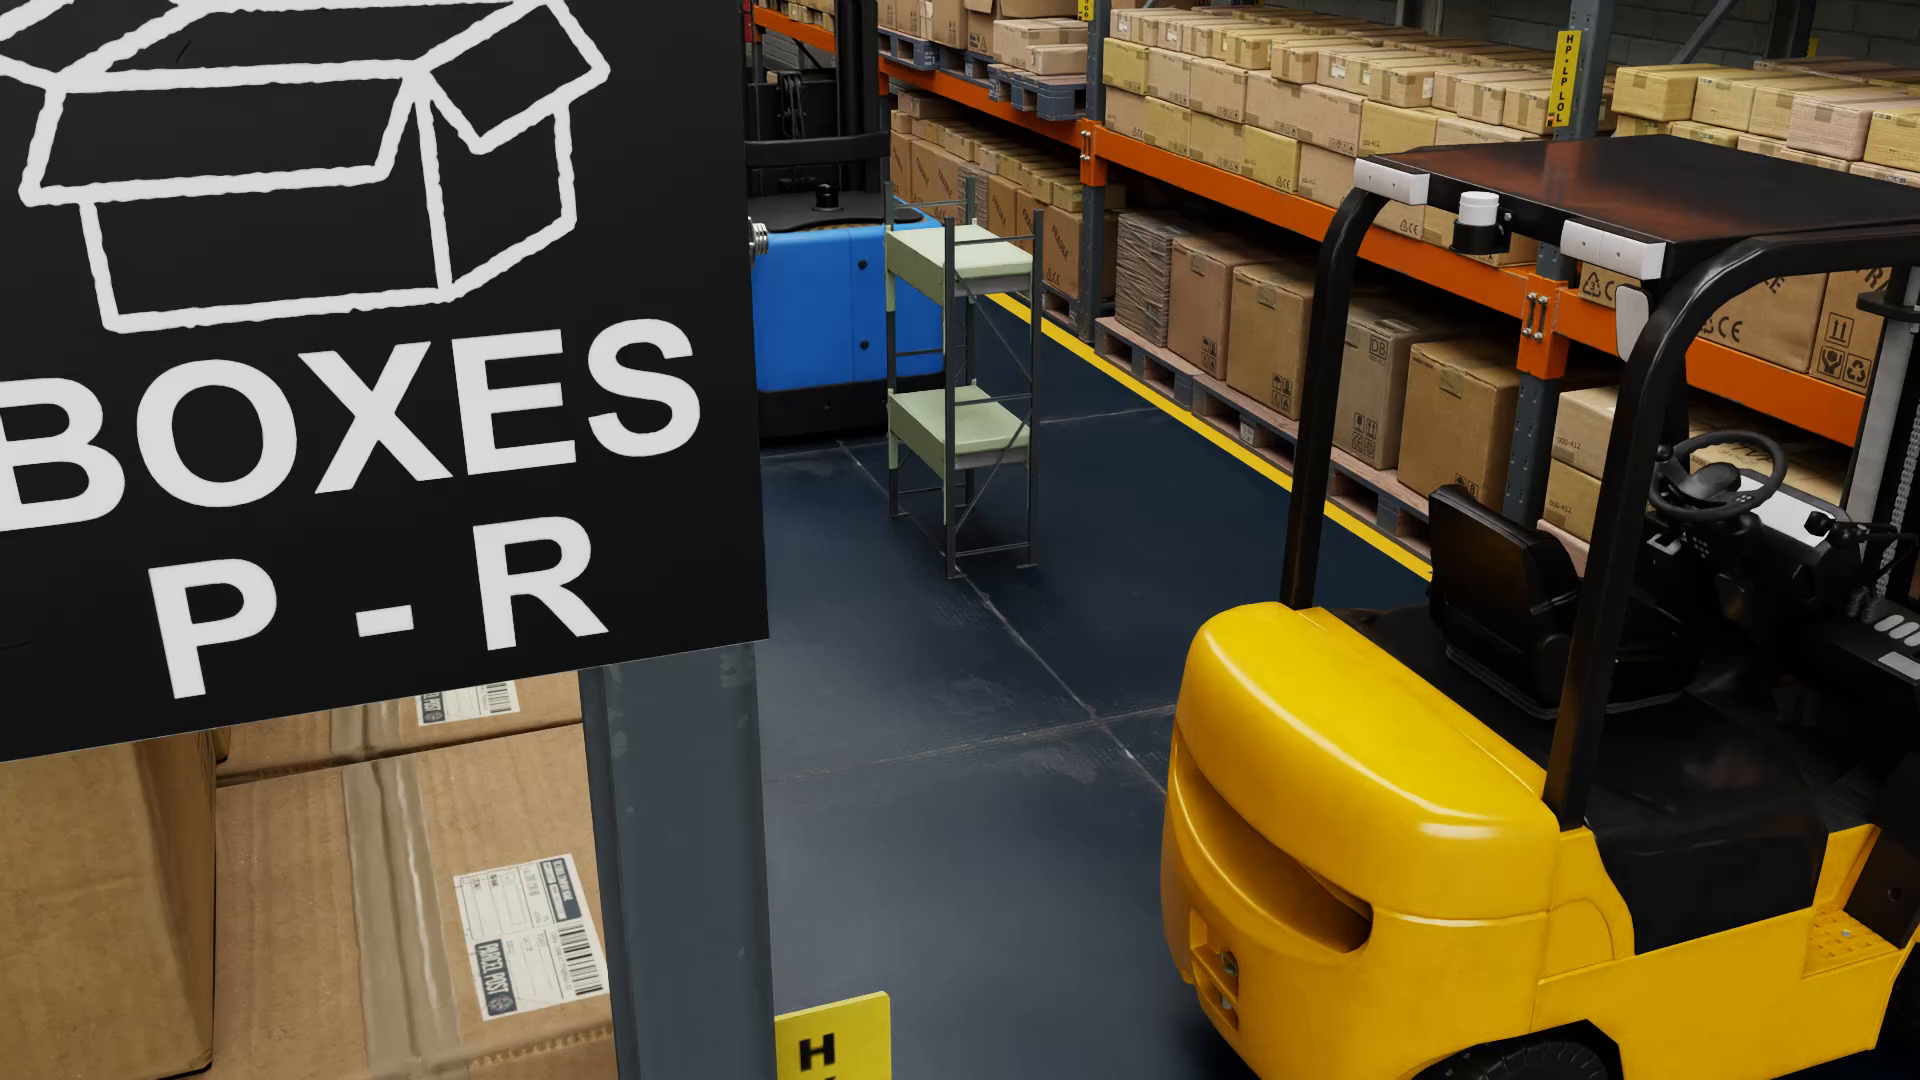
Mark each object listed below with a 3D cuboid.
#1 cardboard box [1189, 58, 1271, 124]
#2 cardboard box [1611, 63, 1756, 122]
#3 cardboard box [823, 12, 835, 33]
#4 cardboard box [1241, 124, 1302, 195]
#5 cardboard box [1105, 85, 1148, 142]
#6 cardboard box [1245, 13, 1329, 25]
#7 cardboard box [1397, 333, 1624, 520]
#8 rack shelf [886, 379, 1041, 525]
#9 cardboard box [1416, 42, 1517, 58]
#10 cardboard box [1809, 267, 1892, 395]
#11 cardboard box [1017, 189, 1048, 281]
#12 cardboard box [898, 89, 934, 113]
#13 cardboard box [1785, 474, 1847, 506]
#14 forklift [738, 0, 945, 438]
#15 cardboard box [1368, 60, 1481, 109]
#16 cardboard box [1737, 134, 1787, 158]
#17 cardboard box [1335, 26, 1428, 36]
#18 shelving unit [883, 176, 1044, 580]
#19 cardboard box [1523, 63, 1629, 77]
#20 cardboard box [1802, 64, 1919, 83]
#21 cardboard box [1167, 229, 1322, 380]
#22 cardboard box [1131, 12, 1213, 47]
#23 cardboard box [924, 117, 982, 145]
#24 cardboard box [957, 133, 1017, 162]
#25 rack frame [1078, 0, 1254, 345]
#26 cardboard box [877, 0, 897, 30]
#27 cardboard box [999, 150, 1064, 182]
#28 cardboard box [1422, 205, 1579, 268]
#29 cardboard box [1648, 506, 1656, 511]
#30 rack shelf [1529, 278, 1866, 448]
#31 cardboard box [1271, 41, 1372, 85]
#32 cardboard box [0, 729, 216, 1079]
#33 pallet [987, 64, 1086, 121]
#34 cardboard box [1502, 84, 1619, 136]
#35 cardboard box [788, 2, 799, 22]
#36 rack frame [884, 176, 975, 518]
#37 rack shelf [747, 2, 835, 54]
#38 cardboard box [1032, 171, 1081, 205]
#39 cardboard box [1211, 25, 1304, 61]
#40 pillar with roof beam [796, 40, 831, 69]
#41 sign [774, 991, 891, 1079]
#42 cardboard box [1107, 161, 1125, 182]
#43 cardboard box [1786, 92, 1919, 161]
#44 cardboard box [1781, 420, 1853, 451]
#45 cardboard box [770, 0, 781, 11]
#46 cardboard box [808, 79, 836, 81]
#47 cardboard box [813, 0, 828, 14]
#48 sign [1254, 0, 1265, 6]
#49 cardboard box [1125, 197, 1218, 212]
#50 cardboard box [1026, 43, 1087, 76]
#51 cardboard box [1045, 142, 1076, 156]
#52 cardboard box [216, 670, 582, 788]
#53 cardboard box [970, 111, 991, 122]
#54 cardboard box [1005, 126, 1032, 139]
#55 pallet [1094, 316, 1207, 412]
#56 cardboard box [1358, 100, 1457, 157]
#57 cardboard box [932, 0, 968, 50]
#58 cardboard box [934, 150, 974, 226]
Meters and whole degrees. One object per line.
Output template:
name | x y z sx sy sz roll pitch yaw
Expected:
cardboard box | 1.485 -2.244 8.262 0.500 0.250 0.500 -9 24 -20
cardboard box | 2.462 -1.525 5.659 0.380 0.149 0.250 -8 24 -18
cardboard box | -0.959 -4.442 14.251 0.380 0.149 0.250 -9 24 -20
cardboard box | 1.685 -1.830 7.924 0.500 0.250 0.500 -8 24 -17
cardboard box | 1.142 -2.389 9.249 0.500 0.250 0.500 -8 24 -19
cardboard box | 1.749 -2.725 8.889 0.380 0.149 0.250 -8 24 -19
cardboard box | 2.432 -0.486 7.059 0.875 0.625 0.625 -7 24 -17
rack shelf | 0.002 -0.388 7.080 0.431 0.370 0.720 -8 24 -19
cardboard box | 2.302 -2.172 7.577 0.380 0.149 0.250 -9 24 -19
cardboard box | 2.918 -0.677 4.866 0.500 0.500 0.500 -9 24 -20
cardboard box | 0.696 -2.002 10.815 0.500 0.500 0.500 -9 24 -20
cardboard box | -0.265 -3.425 12.974 0.380 0.149 0.250 -9 24 -20
cardboard box | 2.862 -0.001 5.103 0.500 0.250 0.500 -7 24 -17
forklift | -1.056 -2.402 9.175 1.130 2.935 3.031 -8 24 -19
cardboard box | 1.936 -1.903 6.938 0.380 0.149 0.250 -9 25 -21
cardboard box | 2.704 -1.208 5.289 0.380 0.149 0.250 -8 24 -19
cardboard box | 2.087 -2.460 8.262 0.380 0.149 0.250 -9 24 -20
shelving unit | 0.002 -0.689 6.953 0.431 1.500 0.755 -8 24 -19
cardboard box | 2.570 -1.897 6.925 0.380 0.149 0.250 -8 24 -19
cardboard box | 3.072 -1.510 5.623 0.380 0.149 0.250 -9 24 -20
cardboard box | 1.659 -1.287 8.958 0.875 0.625 0.625 -8 24 -17
cardboard box | 1.146 -2.745 8.936 0.380 0.149 0.250 -8 24 -18
cardboard box | -0.050 -3.098 12.581 0.380 0.149 0.250 -10 25 -22
cardboard box | 0.198 -2.814 11.907 0.380 0.149 0.250 -7 24 -17
rack frame | 1.213 -2.653 9.681 1.000 3.000 0.127 -8 24 -19
cardboard box | -0.238 -4.139 12.539 0.700 0.500 0.500 -8 24 -18
cardboard box | 0.485 -2.527 11.227 0.380 0.149 0.250 -9 24 -20
cardboard box | 2.204 -1.277 6.612 0.500 0.250 0.500 -8 24 -18
cardboard box | 2.688 0.045 5.637 0.500 0.250 0.500 -8 24 -19
rack shelf | 3.333 -0.141 4.649 1.077 0.370 4.000 -8 24 -19
cardboard box | 1.653 -2.184 7.605 0.380 0.149 0.250 -9 24 -20
cardboard box | -0.987 0.137 1.264 0.700 0.500 0.500 -9 24 -20
pallet | 0.908 -2.801 10.280 1.213 0.211 1.003 -8 24 -19
cardboard box | 2.298 -1.638 6.310 0.380 0.149 0.250 -7 24 -17
cardboard box | -1.345 -4.812 15.127 0.380 0.149 0.250 -9 24 -20
rack frame | -0.127 -0.822 7.268 0.400 1.500 0.023 -8 24 -19
rack shelf | -0.906 -4.501 14.994 1.077 0.370 4.000 -8 24 -19
cardboard box | 0.677 -2.233 10.528 0.380 0.149 0.250 -10 25 -22
cardboard box | 1.482 -2.474 8.294 0.380 0.149 0.250 -8 24 -18
pillar with roof beam | -5.749 -8.837 16.629 9.100 9.000 0.400 -8 24 -19
sign | -0.095 0.463 1.174 0.100 0.325 0.005 -8 24 -19
cardboard box | 1.089 -2.405 10.937 0.380 0.149 0.250 -8 24 -18
cardboard box | 2.732 -1.243 4.990 0.380 0.149 0.250 -8 24 -18
cardboard box | 3.174 -0.252 5.698 0.500 0.250 0.500 -9 24 -20
cardboard box | -1.620 -5.200 16.050 0.380 0.149 0.250 -8 24 -18
cardboard box | -1.220 -4.050 15.674 0.700 0.500 0.500 -7 24 -17
cardboard box | -0.962 -4.689 14.322 0.500 0.250 0.500 -9 24 -19
sign | 1.732 -3.264 9.640 0.100 0.325 0.005 -8 24 -19
cardboard box | 1.327 -1.886 10.540 0.500 0.500 0.500 -7 24 -17
cardboard box | 0.622 -2.916 10.090 0.380 0.149 0.250 -8 24 -18
cardboard box | 0.814 -2.688 11.608 0.380 0.149 0.250 -8 24 -19
cardboard box | -0.697 0.356 2.033 0.500 0.500 0.500 -8 24 -17
cardboard box | 0.298 -3.257 12.959 0.380 0.149 0.250 -8 24 -19
cardboard box | 0.554 -2.974 12.285 0.380 0.149 0.250 -8 24 -18
pallet | 1.468 -1.063 9.501 1.003 0.211 1.213 -8 24 -19
cardboard box | 2.025 -1.690 6.946 0.500 0.250 0.500 -9 24 -20
cardboard box | 0.222 -3.666 11.416 0.700 0.500 0.500 -8 24 -19
cardboard box | 0.130 -2.567 12.156 0.500 0.500 0.500 -9 25 -21
